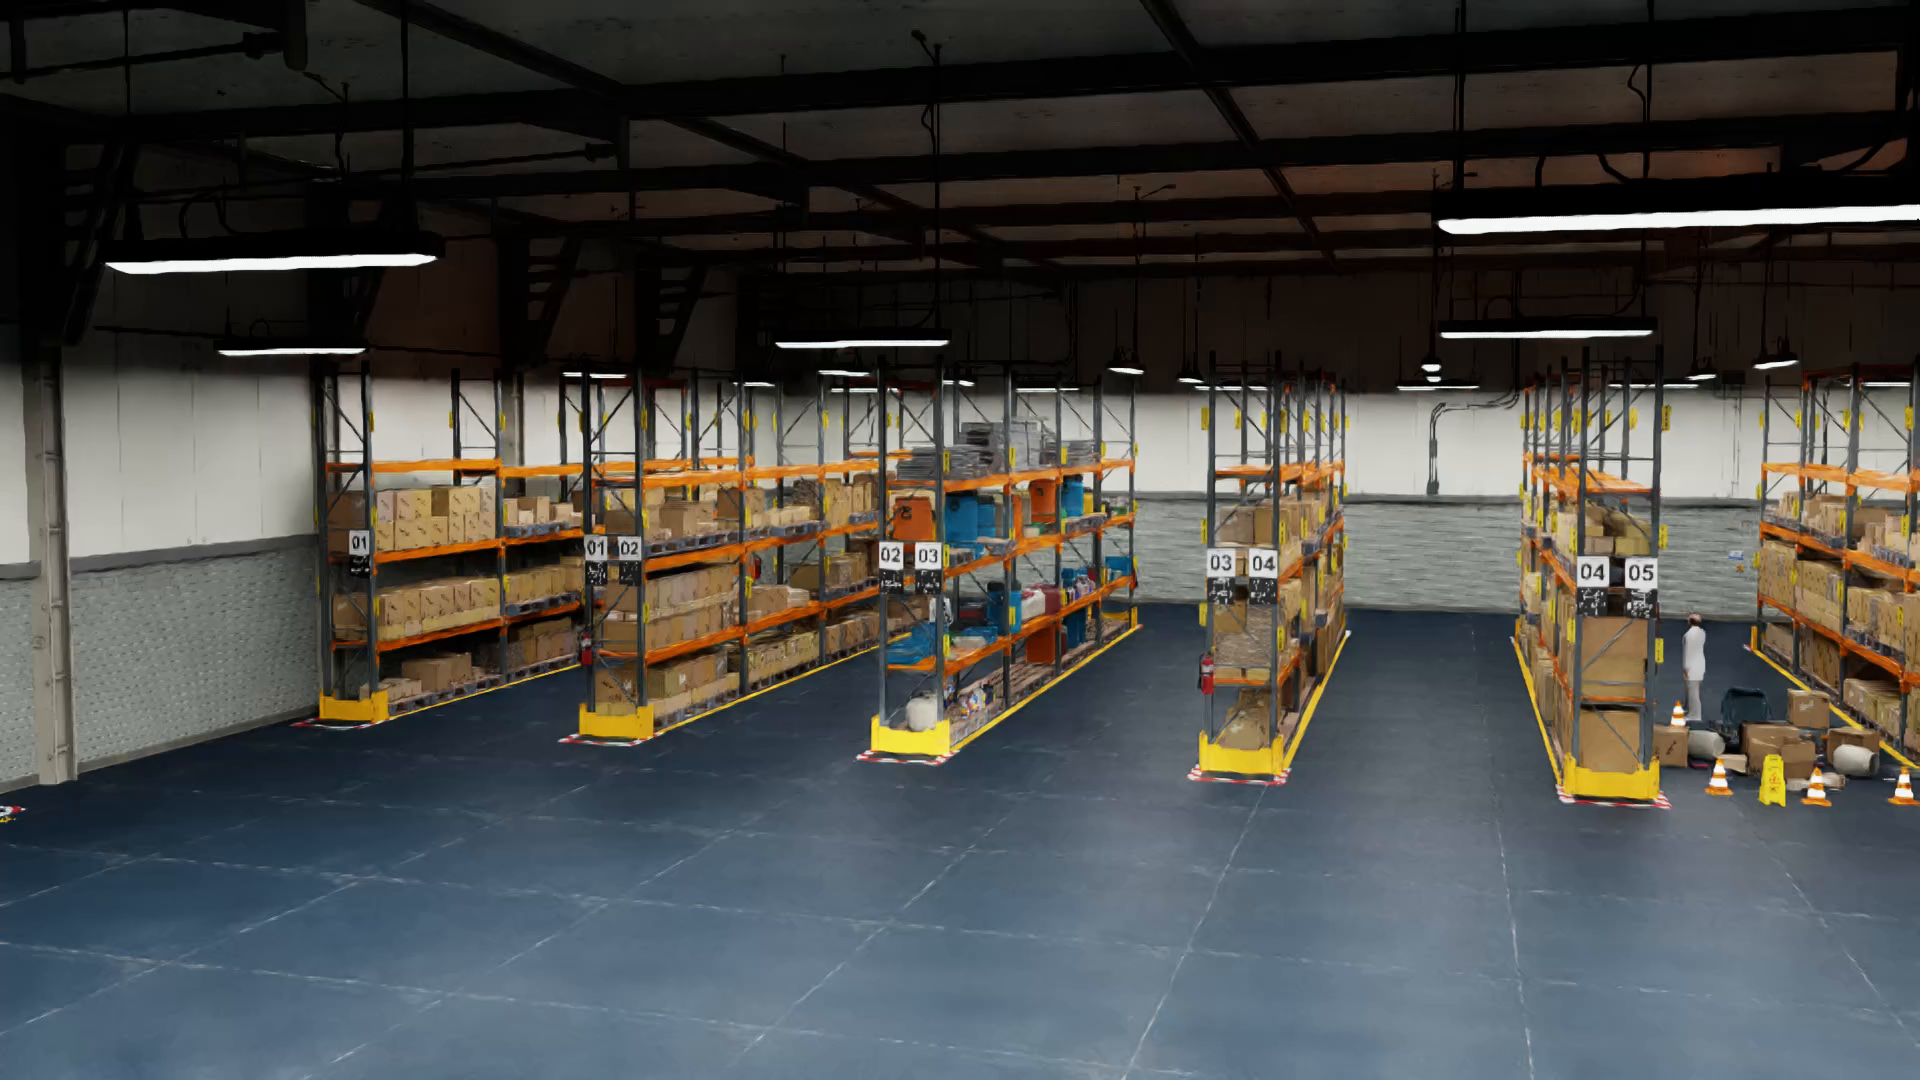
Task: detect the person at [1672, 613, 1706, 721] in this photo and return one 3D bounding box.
[{"bbox_3d":[12.207,2.108,27.825,0.636,1.776,0.544,-4,6,-43],"label":"person"}]

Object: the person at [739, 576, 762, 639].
[{"bbox_3d":[-4.466,1.609,35.547,0.575,1.689,1.128,1,4,14],"label":"person"}]

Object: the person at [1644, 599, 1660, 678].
[{"bbox_3d":[13.418,1.774,32.513,0.677,1.775,0.636,-4,5,-42],"label":"person"}]

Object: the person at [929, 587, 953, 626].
[{"bbox_3d":[-0.417,1.719,34.579,0.495,1.589,1.086,1,4,18],"label":"person"}]
